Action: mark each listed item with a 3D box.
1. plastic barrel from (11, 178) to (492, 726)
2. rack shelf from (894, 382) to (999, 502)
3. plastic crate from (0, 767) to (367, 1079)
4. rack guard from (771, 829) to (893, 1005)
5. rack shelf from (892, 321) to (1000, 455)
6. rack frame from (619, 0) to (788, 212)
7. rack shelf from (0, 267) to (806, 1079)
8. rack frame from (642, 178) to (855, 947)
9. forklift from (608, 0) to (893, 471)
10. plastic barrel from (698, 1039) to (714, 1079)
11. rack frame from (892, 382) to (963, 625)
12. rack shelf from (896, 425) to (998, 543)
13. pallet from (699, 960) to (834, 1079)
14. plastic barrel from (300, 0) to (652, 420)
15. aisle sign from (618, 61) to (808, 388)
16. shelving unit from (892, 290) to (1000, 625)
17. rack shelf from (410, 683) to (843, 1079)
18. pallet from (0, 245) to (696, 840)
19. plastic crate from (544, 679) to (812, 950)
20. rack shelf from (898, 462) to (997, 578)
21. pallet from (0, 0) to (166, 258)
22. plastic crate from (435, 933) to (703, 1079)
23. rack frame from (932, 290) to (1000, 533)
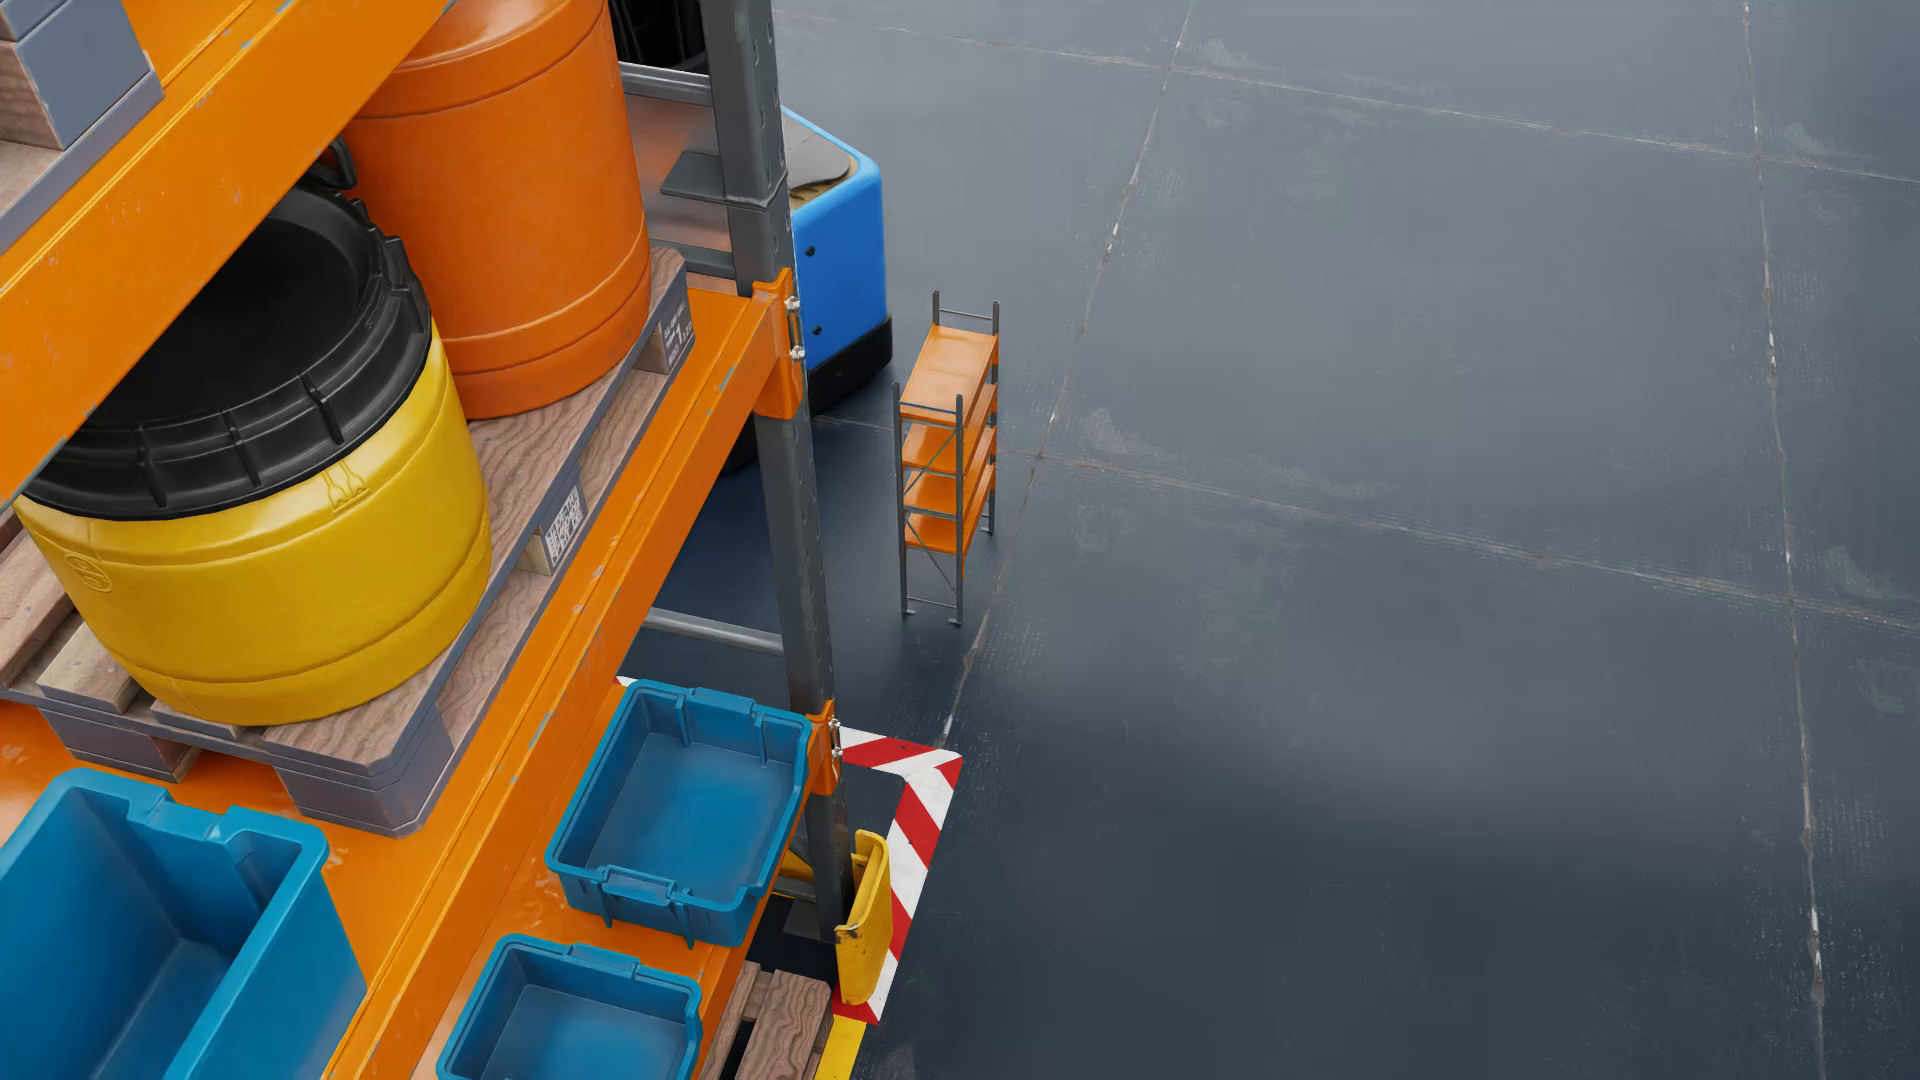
[{"bbox_3d":[-1.018,-0.132,2.379,0.600,0.588,0.600,0,49,0],"label":"plastic barrel"},{"bbox_3d":[-0.044,-0.381,5.996,0.258,0.148,0.480,12,50,10],"label":"rack shelf"},{"bbox_3d":[-1.052,0.663,2.093,0.392,0.384,0.575,12,50,10],"label":"plastic crate"},{"bbox_3d":[-0.815,1.103,5.362,1.175,0.500,0.348,12,50,10],"label":"rack guard"},{"bbox_3d":[-0.044,-0.537,5.819,0.258,0.148,0.480,12,50,10],"label":"rack shelf"},{"bbox_3d":[-0.841,-1.773,2.232,1.000,3.000,0.127,12,50,10],"label":"rack frame"},{"bbox_3d":[-1.367,0.904,2.349,1.077,0.370,4.000,12,50,10],"label":"rack shelf"},{"bbox_3d":[-0.841,0.212,4.481,1.000,3.000,0.127,12,50,10],"label":"rack frame"},{"bbox_3d":[-1.703,-2.243,6.694,3.031,2.935,1.130,36,58,27],"label":"forklift"},{"bbox_3d":[-0.940,1.387,4.823,0.421,0.512,0.421,0,49,0],"label":"plastic barrel"},{"bbox_3d":[-0.108,-0.101,5.958,0.240,1.200,0.015,12,50,10],"label":"rack frame"},{"bbox_3d":[-0.044,-0.233,6.164,0.258,0.148,0.480,12,50,10],"label":"rack shelf"},{"bbox_3d":[-1.034,1.786,4.952,1.003,0.211,1.213,12,50,10],"label":"pallet"},{"bbox_3d":[-0.846,-0.685,2.706,0.600,0.830,0.708,12,50,10],"label":"plastic barrel"},{"bbox_3d":[-0.535,-0.642,3.501,0.394,0.787,0.004,12,50,10],"label":"aisle sign"},{"bbox_3d":[-0.044,-0.277,6.113,0.258,1.200,0.503,12,50,10],"label":"shelving unit"},{"bbox_3d":[-1.367,1.897,3.474,1.077,0.370,4.000,12,50,10],"label":"rack shelf"},{"bbox_3d":[-1.153,-0.139,2.916,1.003,0.211,1.213,12,50,10],"label":"pallet"},{"bbox_3d":[-0.684,0.682,4.165,0.499,0.251,0.616,12,50,10],"label":"plastic crate"},{"bbox_3d":[-0.044,-0.101,6.313,0.258,0.148,0.480,12,50,10],"label":"rack shelf"},{"bbox_3d":[-1.384,-0.172,1.211,1.003,0.211,1.213,12,50,10],"label":"pallet"},{"bbox_3d":[-0.860,1.151,3.752,0.499,0.251,0.408,12,50,10],"label":"plastic crate"},{"bbox_3d":[0.021,-0.454,6.269,0.240,1.200,0.015,12,50,10],"label":"rack frame"}]
